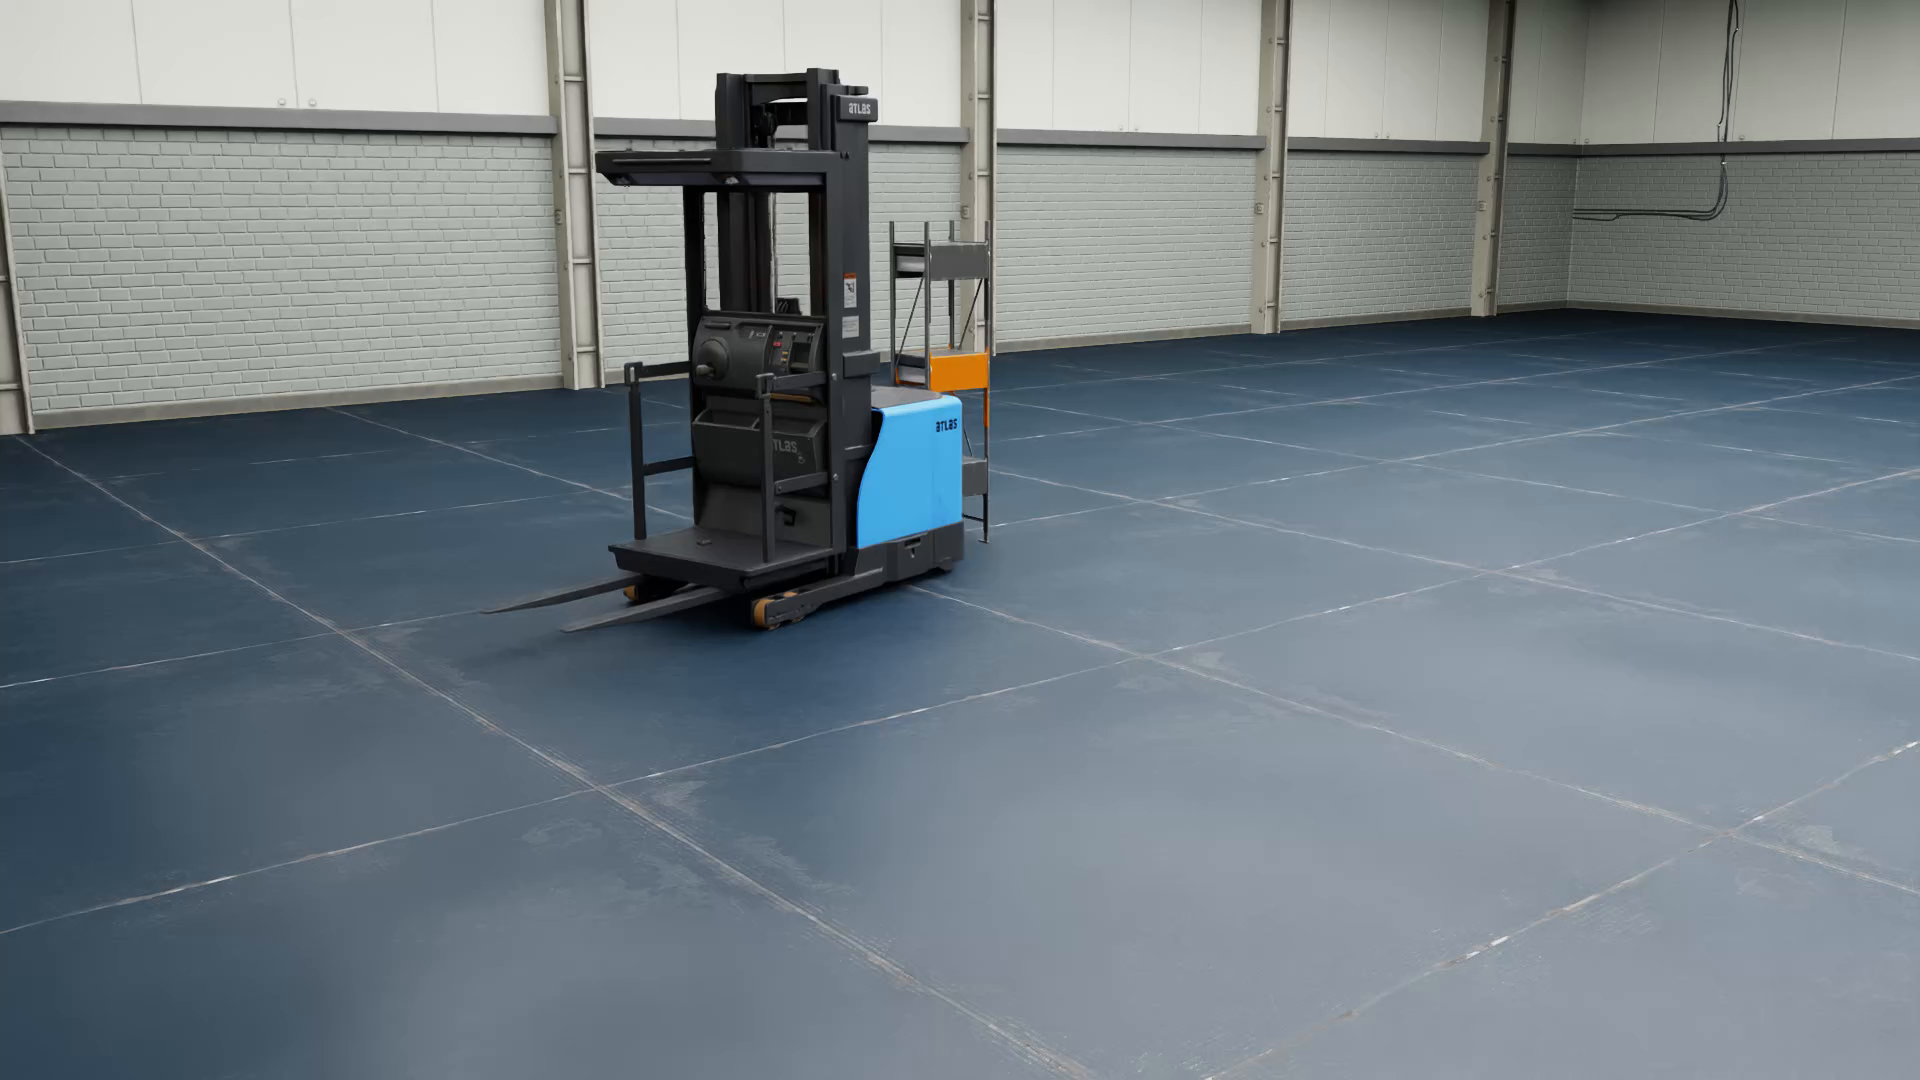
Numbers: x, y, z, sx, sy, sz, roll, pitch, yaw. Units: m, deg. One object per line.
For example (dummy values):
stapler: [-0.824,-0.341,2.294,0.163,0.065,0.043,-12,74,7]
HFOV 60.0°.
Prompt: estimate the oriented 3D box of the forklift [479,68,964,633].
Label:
forklift: [-1.255,-1.070,9.110,1.130,2.935,3.031,9,15,36]

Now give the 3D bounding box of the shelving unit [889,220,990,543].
shelving unit: [-0.129,-1.006,10.810,0.503,2.100,0.431,-9,15,-38]

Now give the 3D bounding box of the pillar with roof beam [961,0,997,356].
pillar with roof beam: [2.944,-6.282,19.047,0.400,9.000,9.100,-9,15,-38]

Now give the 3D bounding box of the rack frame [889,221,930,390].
rack frame: [-0.320,-0.974,10.660,0.015,2.100,0.400,-9,15,-38]

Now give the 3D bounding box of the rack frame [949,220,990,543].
rack frame: [0.061,-1.037,10.959,0.015,2.100,0.400,-9,15,-38]

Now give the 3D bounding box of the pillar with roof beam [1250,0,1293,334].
pillar with roof beam: [7.629,-7.060,22.714,0.400,9.000,9.100,-9,15,-38]

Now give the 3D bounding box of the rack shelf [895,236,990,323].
rack shelf: [-0.129,-1.677,10.667,0.480,0.518,0.431,-9,15,-38]

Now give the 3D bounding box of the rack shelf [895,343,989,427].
rack shelf: [-0.129,-0.992,10.812,0.480,0.518,0.431,-9,15,-38]

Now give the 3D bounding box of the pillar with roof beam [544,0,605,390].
pillar with roof beam: [-1.742,-5.503,15.381,0.400,9.000,9.100,-9,15,-38]

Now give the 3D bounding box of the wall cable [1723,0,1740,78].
wall cable: [14.441,-9.218,28.190,0.112,2.526,3.097,-9,15,-38]

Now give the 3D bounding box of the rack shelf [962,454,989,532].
rack shelf: [-0.129,-0.308,10.958,0.480,0.518,0.431,-9,15,-38]

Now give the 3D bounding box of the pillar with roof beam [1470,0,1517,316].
pillar with roof beam: [12.314,-7.839,26.380,0.400,9.000,9.100,-9,15,-38]

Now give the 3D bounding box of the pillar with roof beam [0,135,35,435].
pillar with roof beam: [-6.427,-4.725,11.714,0.400,9.000,9.100,-9,15,-38]

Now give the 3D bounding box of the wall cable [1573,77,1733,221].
wall cable: [12.751,-7.186,30.781,0.112,2.526,3.097,-9,15,-38]
